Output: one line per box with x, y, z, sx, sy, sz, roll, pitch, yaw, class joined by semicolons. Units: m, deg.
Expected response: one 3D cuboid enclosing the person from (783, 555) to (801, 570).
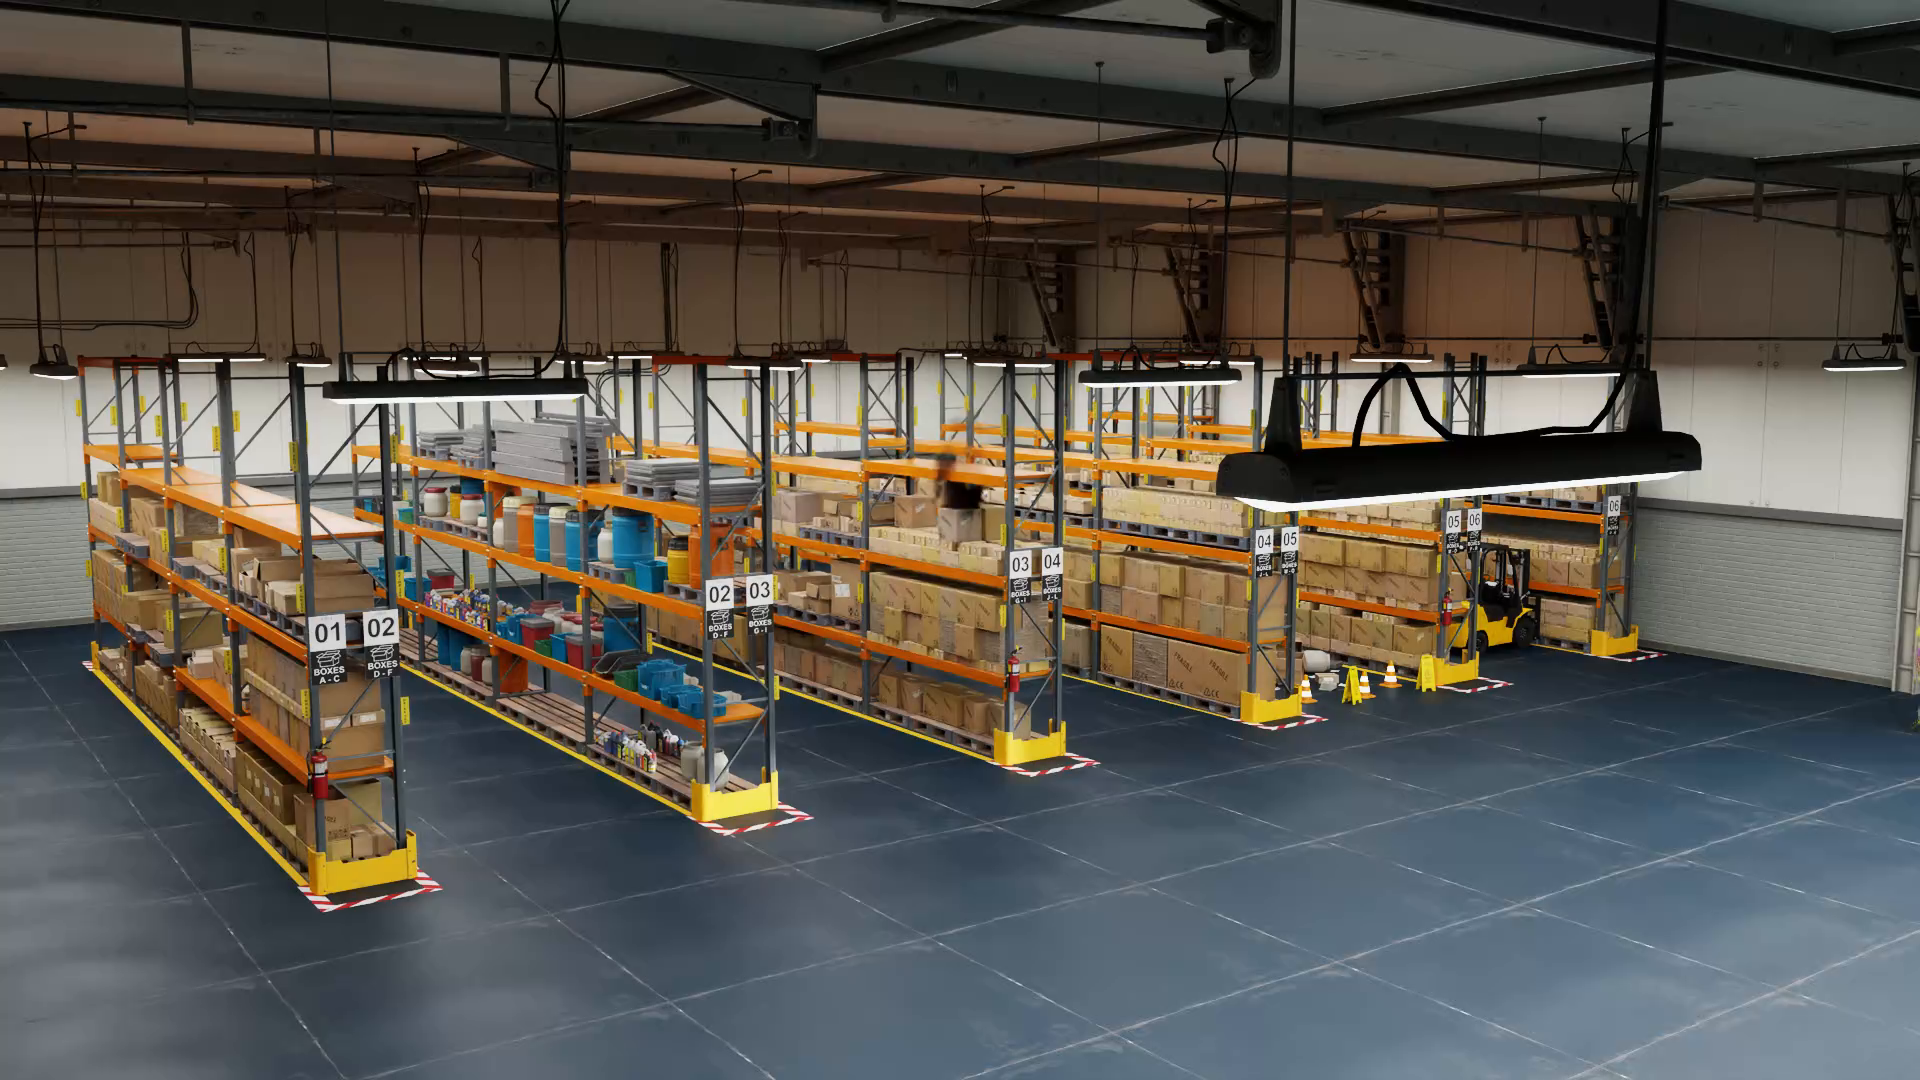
-4.231;0.368;42.279;0.624;1.660;0.593;-5;9;-36;person

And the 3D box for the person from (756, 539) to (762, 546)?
-4.612;0.808;38.506;0.679;1.772;0.673;-3;8;-26;person

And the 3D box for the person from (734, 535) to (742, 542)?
-5.619;0.627;40.995;0.646;1.510;0.553;6;9;43;person
